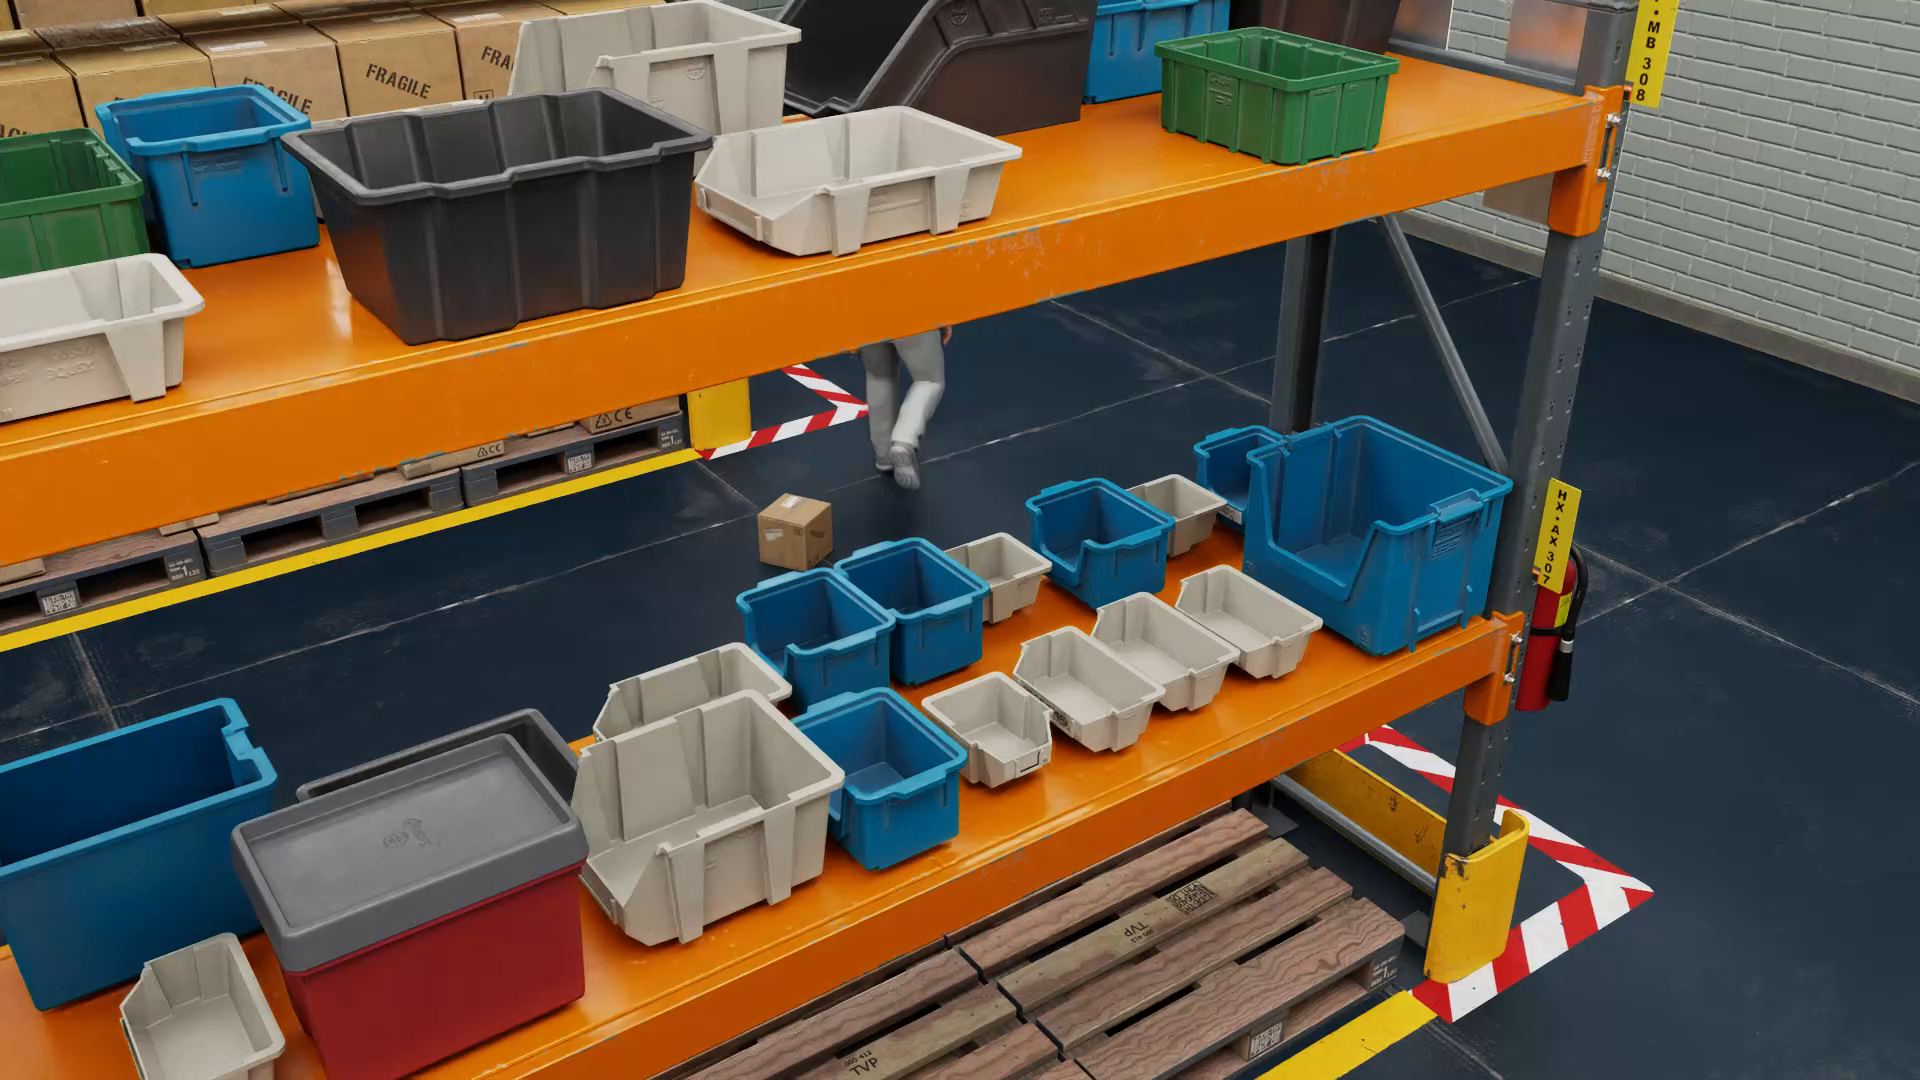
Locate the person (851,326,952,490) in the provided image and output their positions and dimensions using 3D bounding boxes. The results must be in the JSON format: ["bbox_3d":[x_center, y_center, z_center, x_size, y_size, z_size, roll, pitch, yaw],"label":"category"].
[{"bbox_3d":[-0.327,-1.092,8.083,0.550,1.725,0.703,5,29,10],"label":"person"}]
